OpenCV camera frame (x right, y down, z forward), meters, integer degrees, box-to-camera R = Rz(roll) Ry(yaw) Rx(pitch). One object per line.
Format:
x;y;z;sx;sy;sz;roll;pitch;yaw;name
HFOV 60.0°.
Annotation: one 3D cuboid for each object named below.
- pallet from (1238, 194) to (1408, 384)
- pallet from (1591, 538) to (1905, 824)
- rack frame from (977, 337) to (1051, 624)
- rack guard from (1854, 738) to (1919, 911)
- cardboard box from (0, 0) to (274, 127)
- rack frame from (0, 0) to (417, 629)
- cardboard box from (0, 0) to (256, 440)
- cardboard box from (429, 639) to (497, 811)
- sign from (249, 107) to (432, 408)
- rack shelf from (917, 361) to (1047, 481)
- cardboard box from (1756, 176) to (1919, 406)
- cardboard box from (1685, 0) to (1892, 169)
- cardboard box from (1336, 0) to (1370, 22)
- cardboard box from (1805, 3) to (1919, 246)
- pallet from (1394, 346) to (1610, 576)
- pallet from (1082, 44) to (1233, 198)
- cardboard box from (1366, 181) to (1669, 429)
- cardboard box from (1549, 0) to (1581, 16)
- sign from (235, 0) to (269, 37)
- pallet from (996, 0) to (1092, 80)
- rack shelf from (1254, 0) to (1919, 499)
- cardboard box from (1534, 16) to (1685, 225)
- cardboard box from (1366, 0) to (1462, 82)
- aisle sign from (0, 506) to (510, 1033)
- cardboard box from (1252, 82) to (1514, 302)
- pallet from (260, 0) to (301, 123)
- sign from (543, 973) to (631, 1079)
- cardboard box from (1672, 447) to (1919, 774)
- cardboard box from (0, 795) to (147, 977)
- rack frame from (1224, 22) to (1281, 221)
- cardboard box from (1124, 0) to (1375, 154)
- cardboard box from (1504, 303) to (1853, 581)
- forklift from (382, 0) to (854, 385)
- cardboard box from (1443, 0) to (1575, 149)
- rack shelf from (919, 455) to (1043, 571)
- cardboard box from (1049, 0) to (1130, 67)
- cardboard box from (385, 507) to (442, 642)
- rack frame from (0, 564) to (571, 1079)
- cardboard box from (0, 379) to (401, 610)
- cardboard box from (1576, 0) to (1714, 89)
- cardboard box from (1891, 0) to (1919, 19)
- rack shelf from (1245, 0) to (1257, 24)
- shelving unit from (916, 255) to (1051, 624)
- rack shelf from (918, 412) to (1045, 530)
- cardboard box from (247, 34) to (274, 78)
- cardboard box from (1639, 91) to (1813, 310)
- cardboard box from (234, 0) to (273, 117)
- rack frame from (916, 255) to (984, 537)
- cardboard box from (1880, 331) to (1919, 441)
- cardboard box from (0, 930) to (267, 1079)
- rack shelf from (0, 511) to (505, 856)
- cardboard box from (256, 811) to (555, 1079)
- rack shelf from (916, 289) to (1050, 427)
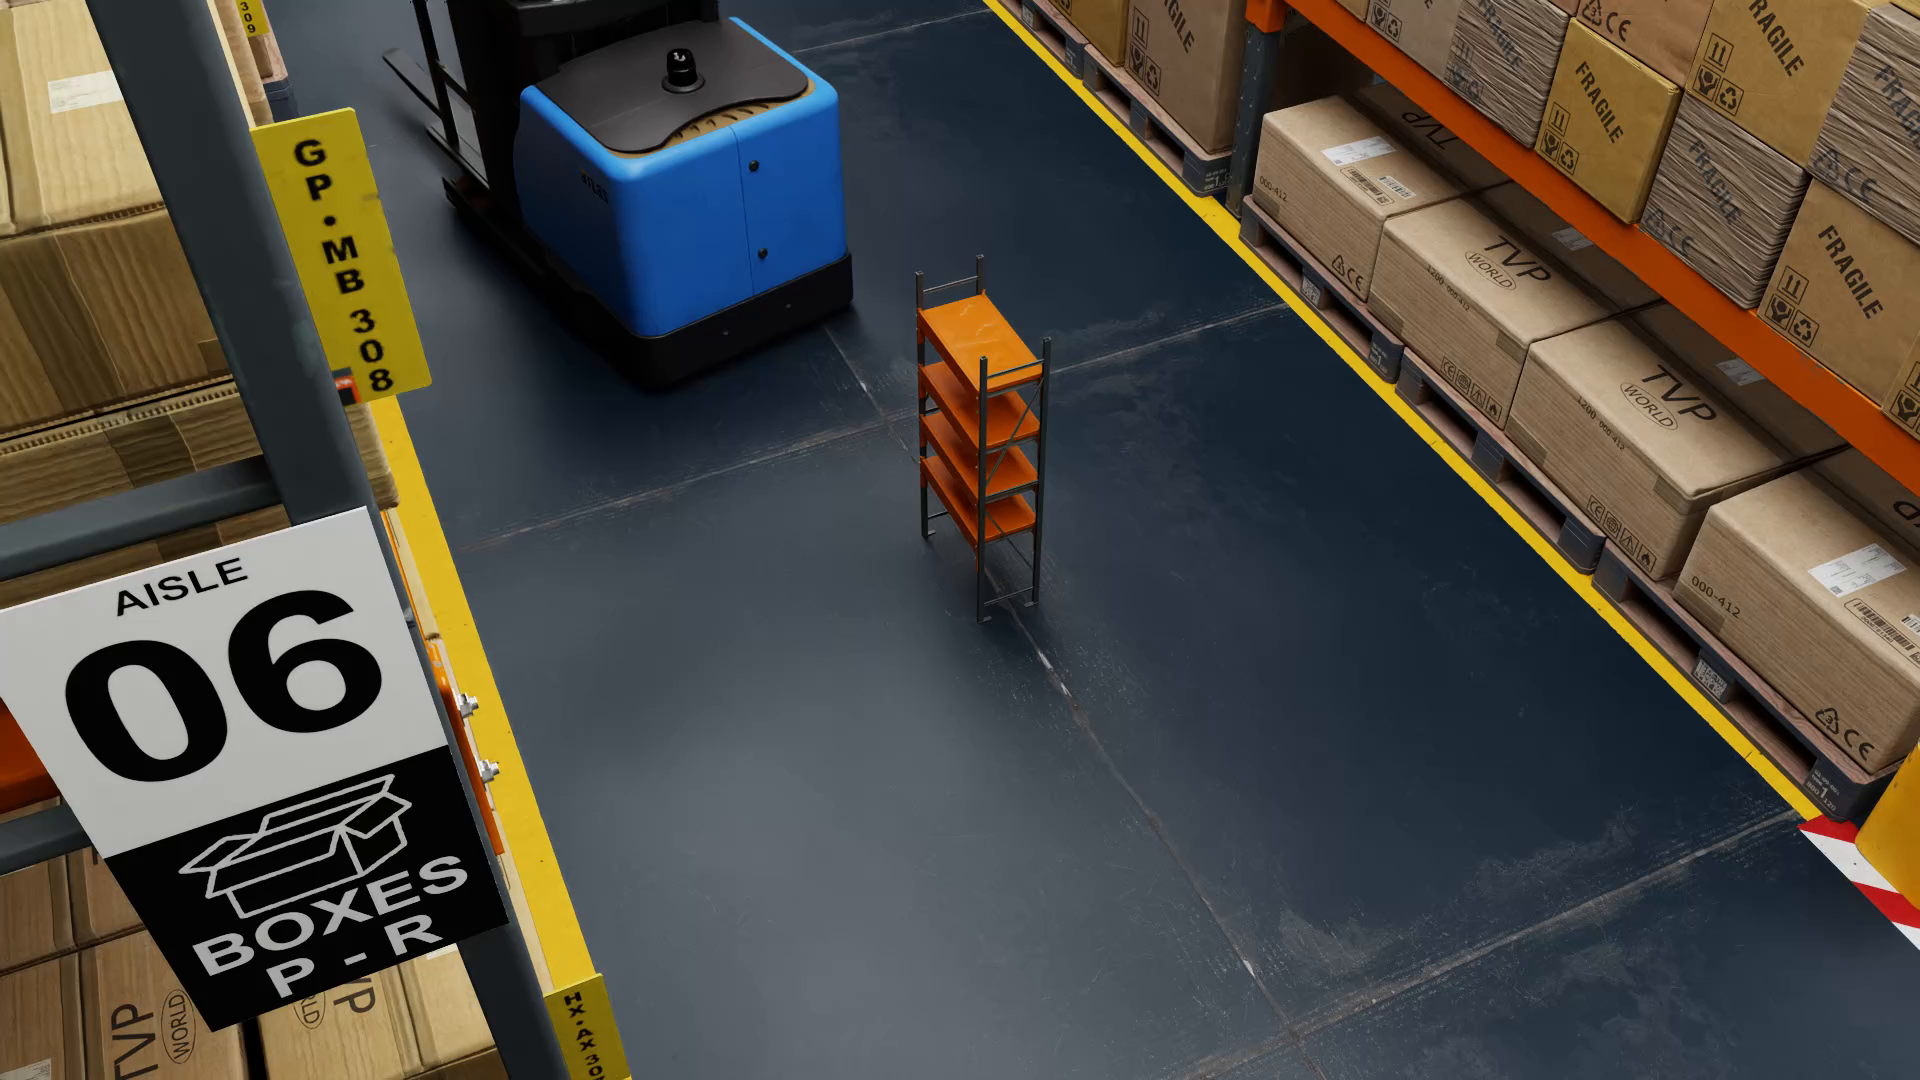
1.974;-1.244;7.361;1.003;0.211;1.213;-18;47;-17;pallet
3.000;0.311;5.785;1.003;0.211;1.213;-18;47;-17;pallet
0.172;-0.166;5.564;0.240;1.200;0.015;-18;47;-17;rack frame
3.418;0.709;5.175;1.175;0.500;0.348;-18;47;-17;rack guard
-1.250;-0.712;2.239;0.500;0.250;0.500;-18;47;-18;cardboard box
-1.094;-0.863;0.717;1.000;3.000;0.127;-18;47;-17;rack frame
-1.053;-0.382;1.905;0.500;0.250;0.500;-19;48;-18;cardboard box
-1.253;0.530;3.472;0.500;0.250;0.500;-18;47;-17;cardboard box
-0.602;-0.267;1.627;0.100;0.325;0.005;-18;47;-17;sign
0.070;-0.433;5.612;0.258;0.148;0.480;-18;47;-17;rack shelf
2.767;-0.785;4.838;0.500;0.500;0.500;-19;48;-18;cardboard box
2.537;-1.465;4.816;0.500;0.500;0.500;-18;47;-18;cardboard box
1.685;-2.404;6.479;0.500;0.500;0.500;-17;47;-16;cardboard box
2.742;-1.148;4.495;0.500;0.500;0.500;-18;47;-17;cardboard box
2.491;-0.466;6.572;1.003;0.211;1.213;-18;47;-17;pallet
1.333;-2.221;8.351;1.003;0.211;1.213;-18;47;-17;pallet
2.269;-0.980;6.633;0.875;0.438;0.875;-19;48;-19;cardboard box
2.118;-2.108;5.467;0.500;0.500;0.500;-17;47;-17;cardboard box
-2.287;-1.750;5.271;0.100;0.325;0.005;-18;47;-17;sign
0.816;-3.000;9.140;1.003;0.211;1.213;-18;47;-17;pallet
2.567;-1.214;5.857;1.077;0.370;4.000;-18;47;-17;rack shelf
2.313;-1.435;5.497;0.500;0.500;0.500;-17;47;-16;cardboard box
1.893;-2.082;6.153;0.500;0.500;0.500;-18;47;-17;cardboard box
-0.799;0.304;1.955;0.394;0.787;0.004;-18;47;-17;aisle sign
1.892;-1.550;7.211;0.875;0.438;0.875;-19;48;-18;cardboard box
-3.013;-1.750;6.024;1.003;0.211;1.213;-18;47;-17;pallet
-0.602;0.804;2.683;0.100;0.325;0.005;-18;47;-17;sign
3.039;0.176;5.461;0.875;0.438;0.875;-20;48;-19;cardboard box
-1.744;0.676;3.324;0.500;0.250;0.500;-18;47;-17;cardboard box
1.726;-2.745;6.896;1.000;3.000;0.127;-18;47;-17;rack frame
1.392;-2.509;7.871;0.875;0.875;0.875;-17;47;-16;cardboard box
2.647;-0.405;6.050;0.875;0.438;0.875;-17;47;-16;cardboard box
-1.754;-2.663;6.862;1.130;2.935;3.031;-28;51;-26;forklift
2.097;-1.763;5.830;0.500;0.500;0.500;-18;47;-17;cardboard box
0.070;-0.132;5.908;0.258;0.148;0.480;-18;47;-17;rack shelf
1.006;-3.083;8.452;0.875;0.875;0.875;-17;47;-16;cardboard box
-1.469;0.208;3.798;0.500;0.250;0.500;-19;48;-18;cardboard box
-1.094;1.273;2.825;1.000;3.000;0.127;-18;47;-17;rack frame
-1.033;-0.211;2.088;0.500;0.250;0.500;-19;48;-18;cardboard box
2.328;-1.786;5.141;0.500;0.500;0.500;-18;47;-18;cardboard box
2.693;-1.455;4.344;0.380;0.149;0.250;-17;47;-17;cardboard box
0.885;-3.763;8.440;1.077;0.370;4.000;-18;47;-17;rack shelf
0.070;-0.322;5.722;0.258;1.200;0.503;-18;47;-17;shelving unit
0.070;-0.274;5.769;0.258;0.148;0.480;-18;47;-17;rack shelf
-2.777;-1.836;5.605;0.700;0.500;0.500;-17;47;-16;cardboard box
2.542;-1.110;5.168;0.500;0.500;0.500;-17;47;-16;cardboard box
-1.469;-0.859;2.744;0.500;0.250;0.500;-19;48;-19;cardboard box
-0.033;-0.477;5.879;0.240;1.200;0.015;-18;47;-17;rack frame
2.965;-0.460;4.510;0.500;0.500;0.500;-18;47;-17;cardboard box
-1.529;1.005;2.990;0.500;0.250;0.500;-17;47;-16;cardboard box
-1.935;-0.814;3.315;1.077;0.370;4.000;-18;47;-17;rack shelf
-1.041;0.851;3.146;0.500;0.250;0.500;-18;47;-17;cardboard box
0.070;-0.601;5.446;0.258;0.148;0.480;-18;47;-17;rack shelf
